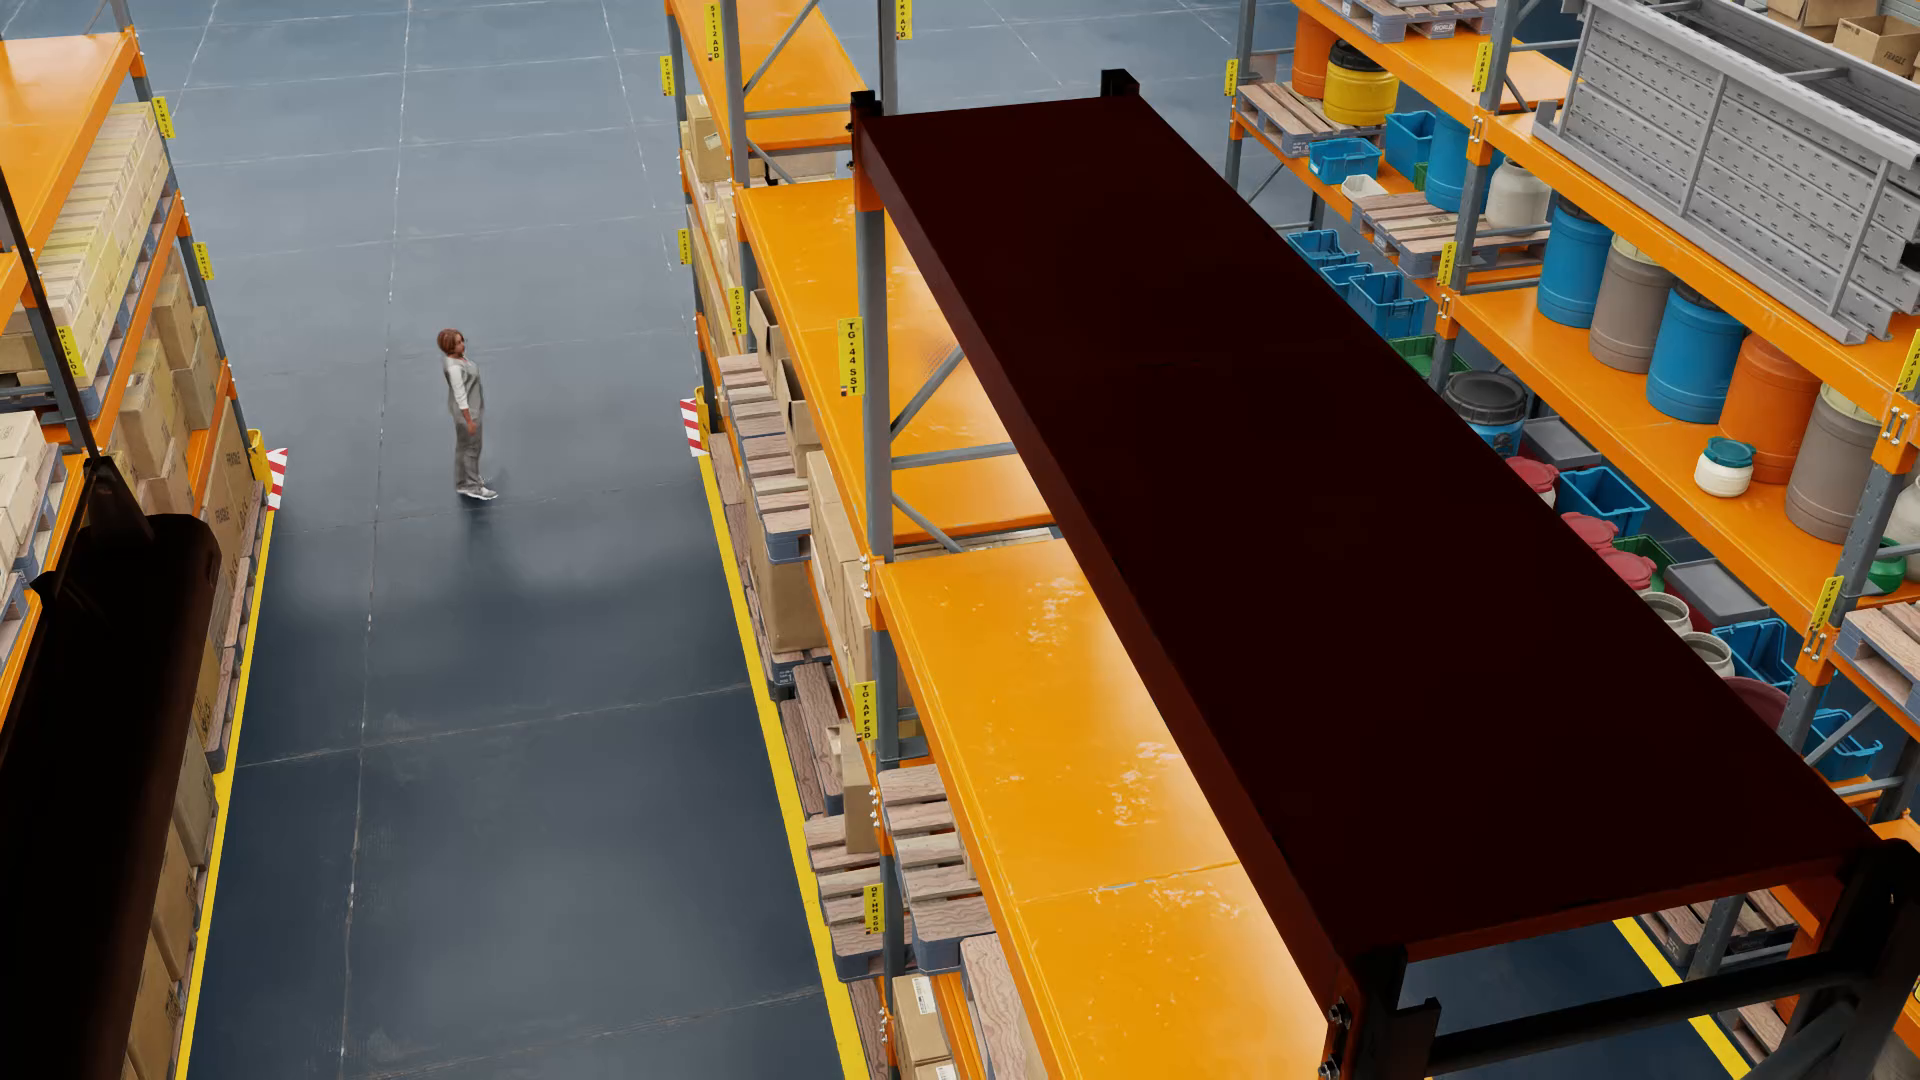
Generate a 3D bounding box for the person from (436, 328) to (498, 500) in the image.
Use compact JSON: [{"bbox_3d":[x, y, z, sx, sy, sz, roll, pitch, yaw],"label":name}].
[{"bbox_3d":[-4.275,-1.092,14.285,0.382,1.621,0.483,-18,38,-24],"label":"person"}]
